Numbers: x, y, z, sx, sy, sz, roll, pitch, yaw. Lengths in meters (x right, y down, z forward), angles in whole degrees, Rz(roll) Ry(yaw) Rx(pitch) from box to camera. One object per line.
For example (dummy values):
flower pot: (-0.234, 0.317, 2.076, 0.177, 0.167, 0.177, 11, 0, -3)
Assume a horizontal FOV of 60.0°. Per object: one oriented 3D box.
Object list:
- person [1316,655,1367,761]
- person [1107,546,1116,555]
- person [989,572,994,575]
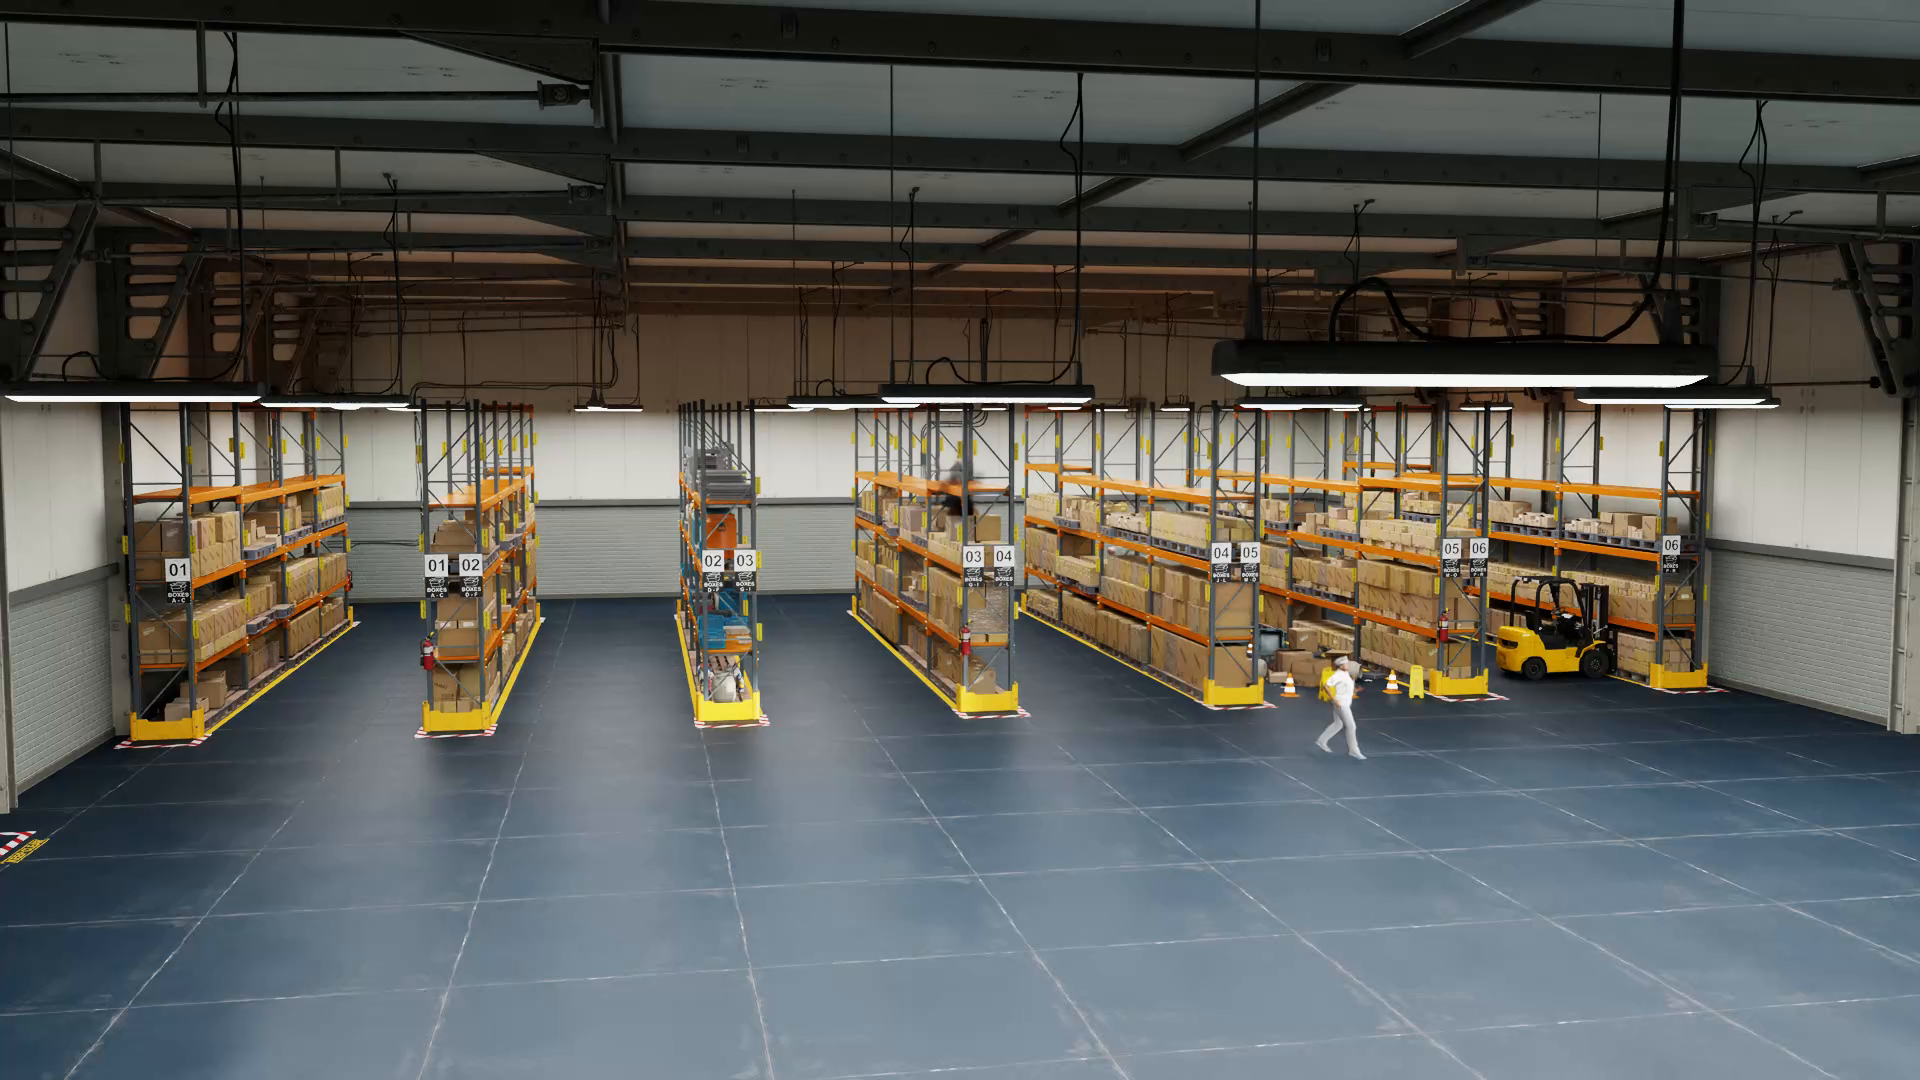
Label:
person: (6.356, 2.771, 27.698, 0.885, 1.721, 0.562, 2, 5, 25)
person: (4.587, 1.044, 50.438, 0.700, 1.729, 0.708, -1, 4, -7)
person: (1.090, 1.384, 45.835, 0.706, 1.818, 0.917, 0, 4, -1)
